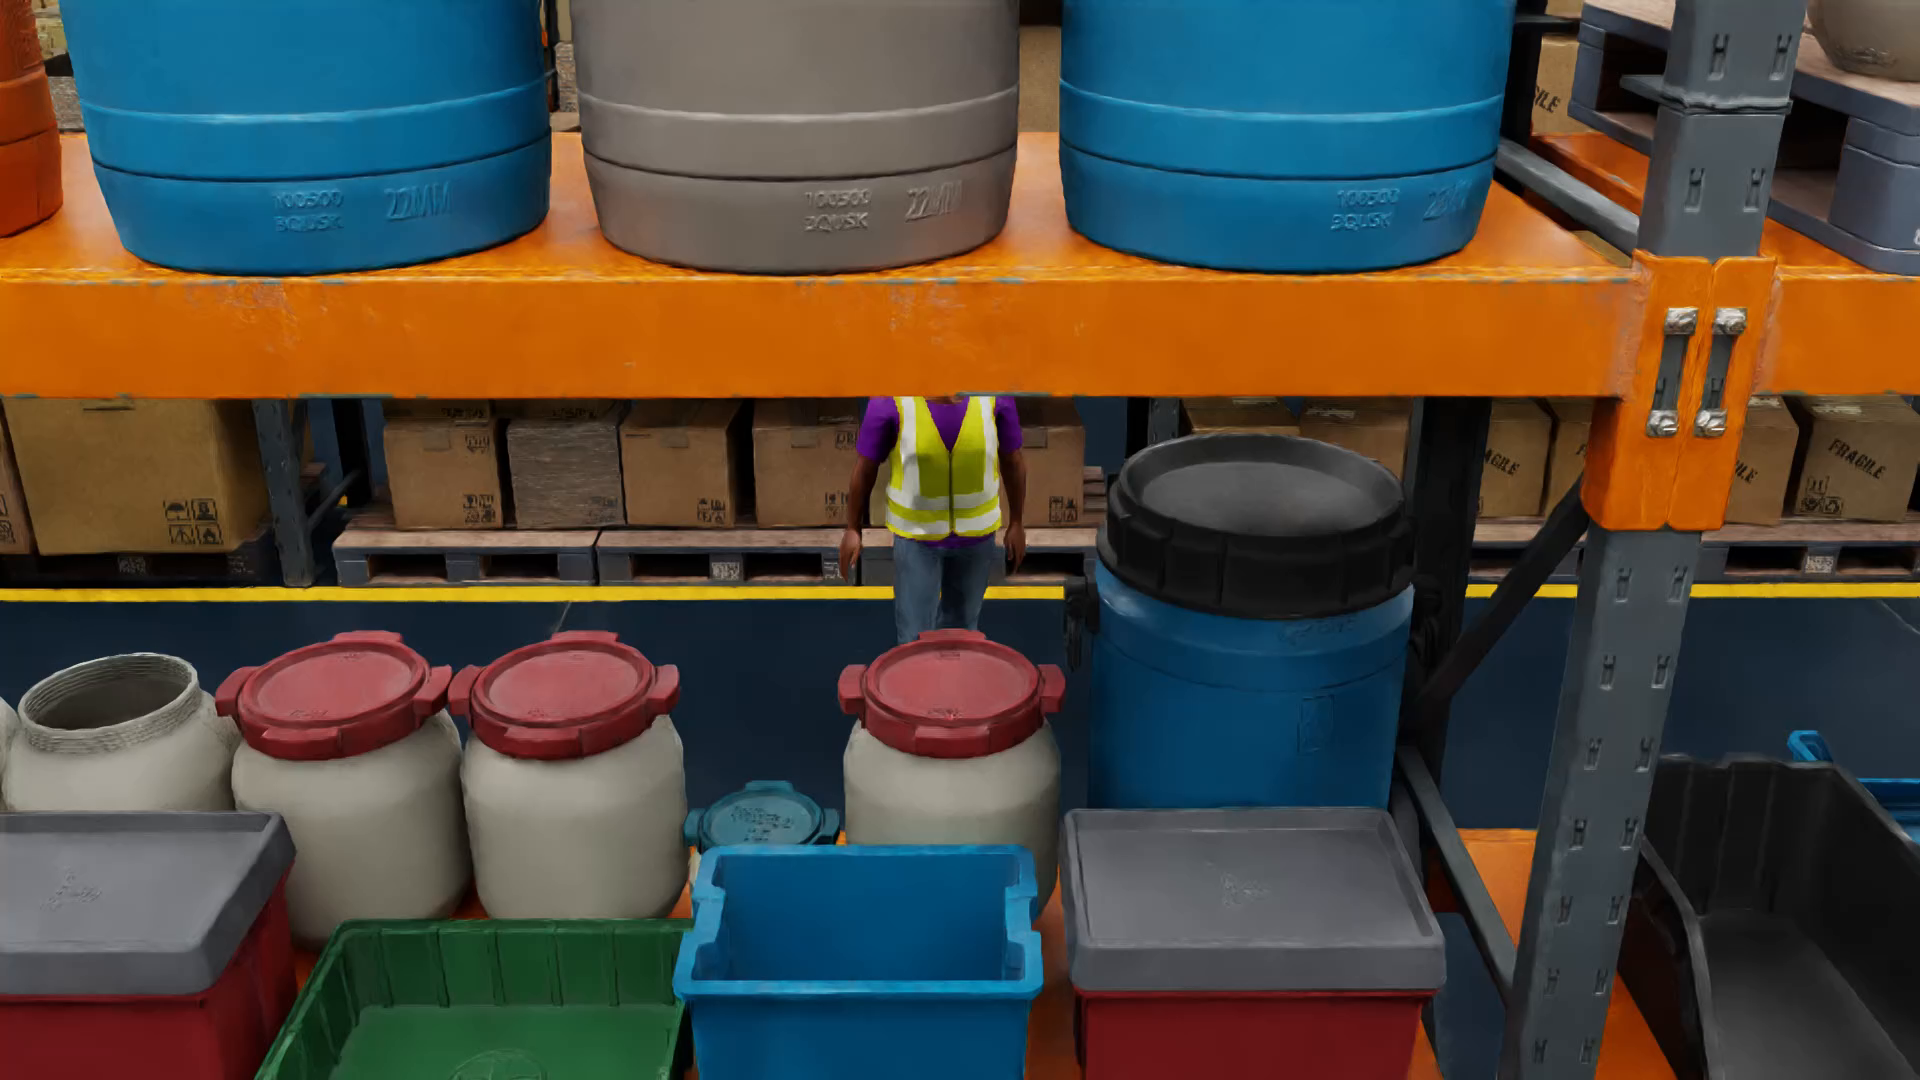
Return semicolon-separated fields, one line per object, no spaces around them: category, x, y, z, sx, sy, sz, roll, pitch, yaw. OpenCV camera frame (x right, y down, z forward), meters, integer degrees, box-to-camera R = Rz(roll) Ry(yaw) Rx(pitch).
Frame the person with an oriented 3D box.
person;-0.086;-0.012;6.078;0.708;1.766;0.628;-6;25;-13
